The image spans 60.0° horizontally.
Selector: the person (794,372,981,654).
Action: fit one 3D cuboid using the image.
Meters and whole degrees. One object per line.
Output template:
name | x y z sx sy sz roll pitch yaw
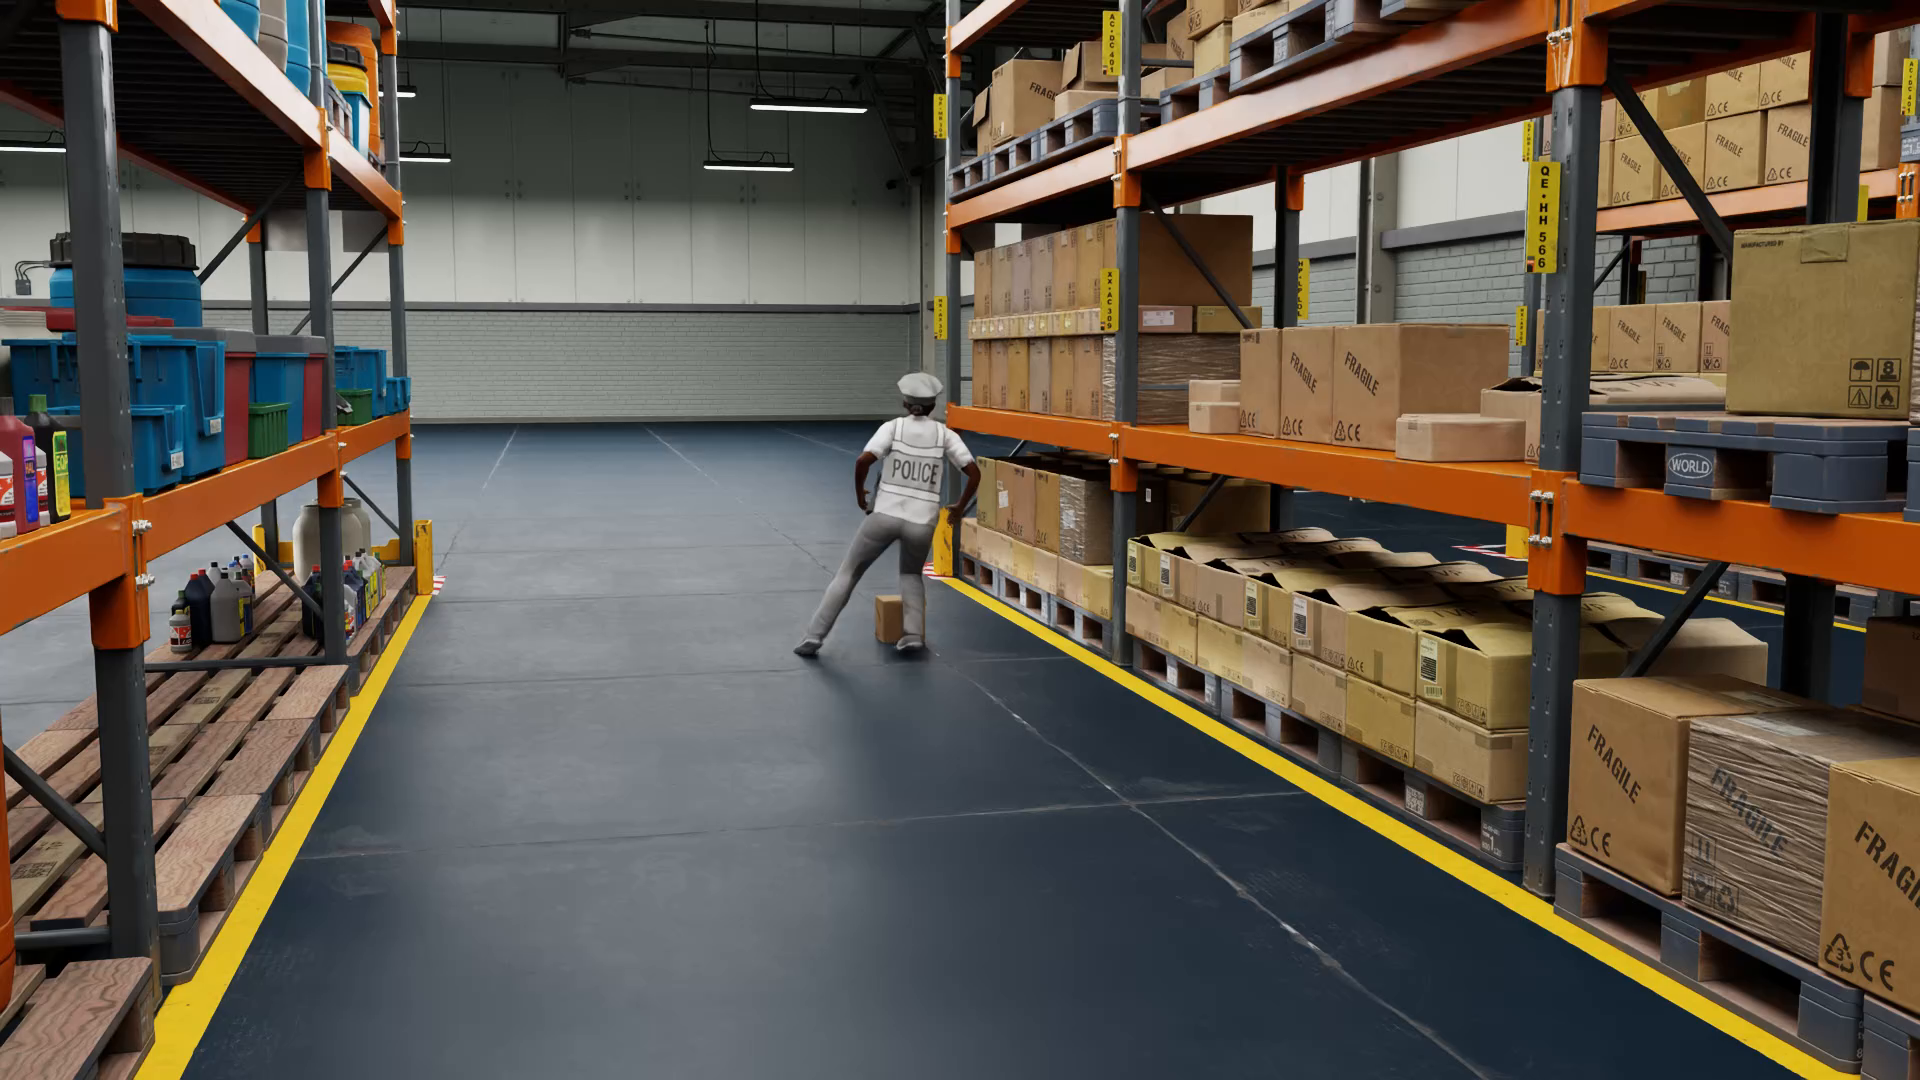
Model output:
person | -0.416 -0.128 9.262 0.986 1.606 0.529 -2 6 -14
